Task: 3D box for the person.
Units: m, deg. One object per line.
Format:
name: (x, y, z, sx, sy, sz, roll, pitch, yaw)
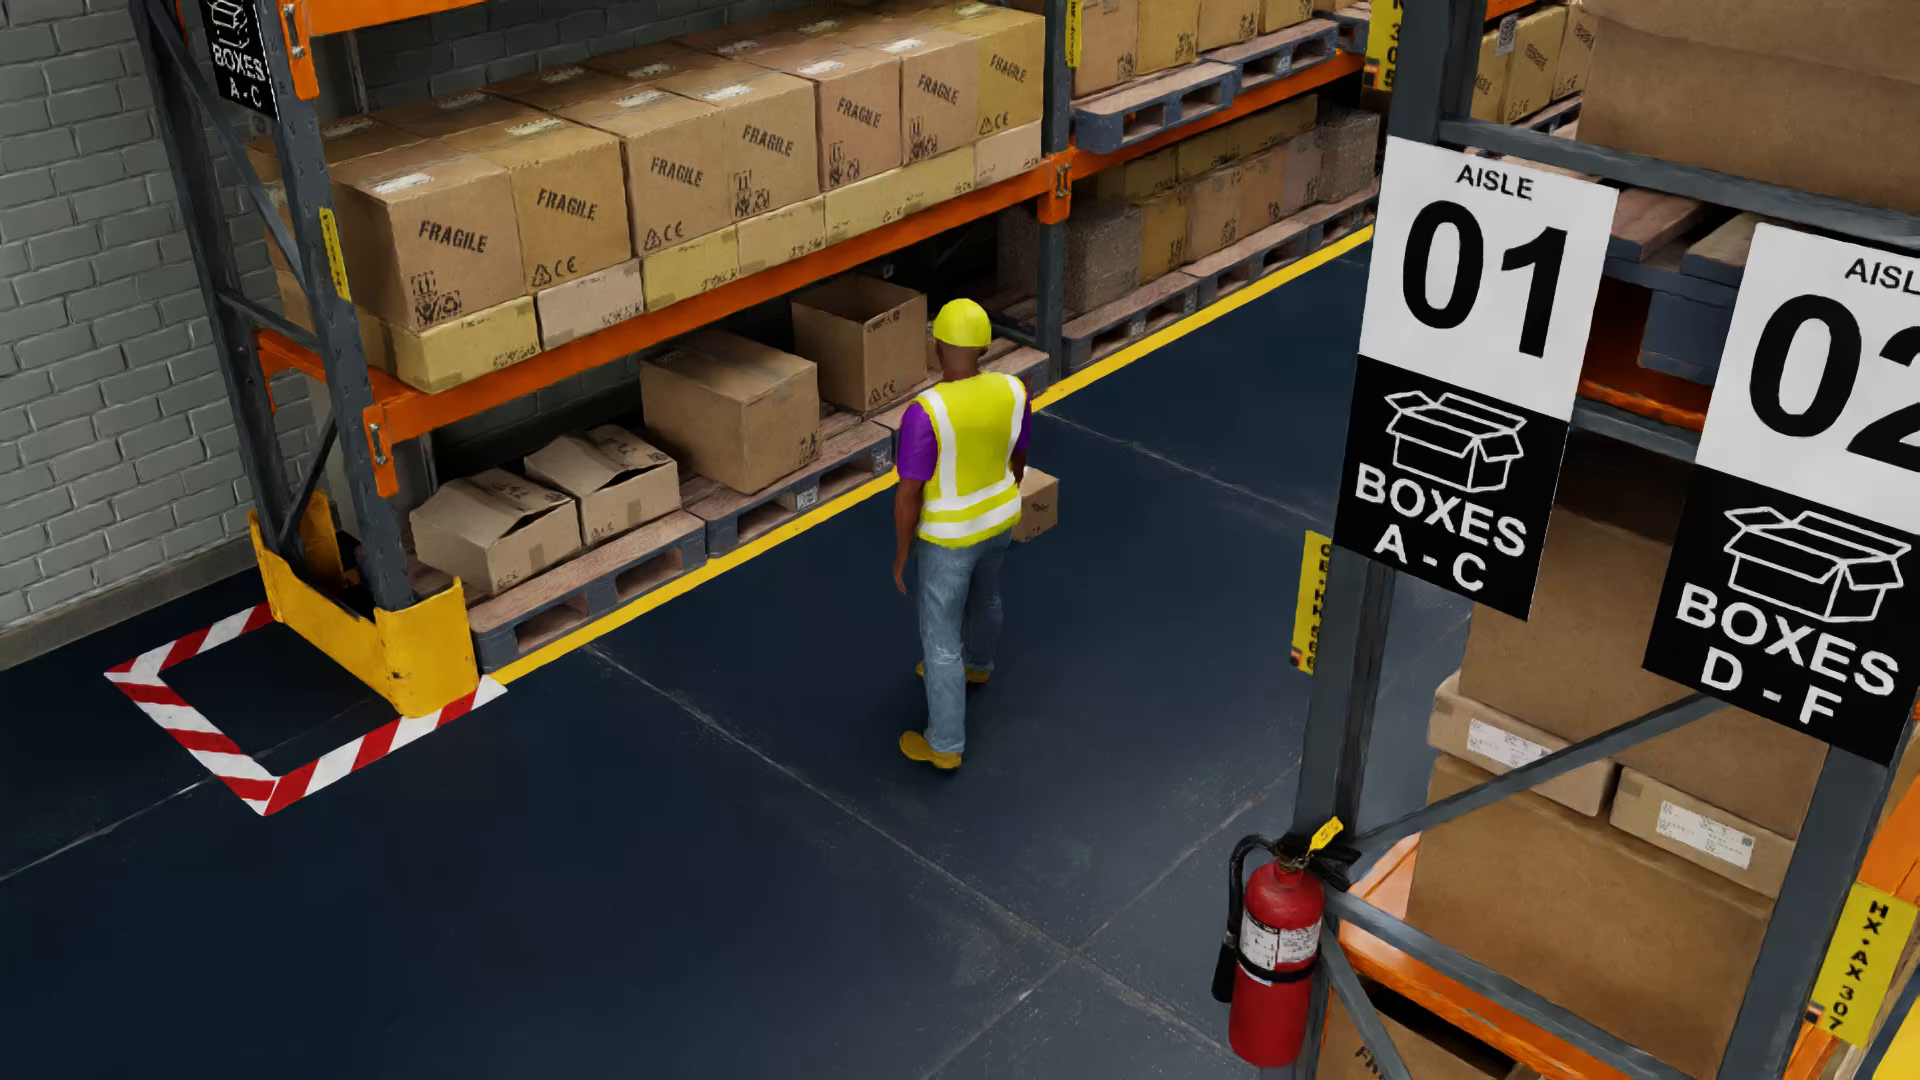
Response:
person: (-0.021, -0.046, 6.194, 0.634, 1.762, 0.599, -24, 39, -34)
